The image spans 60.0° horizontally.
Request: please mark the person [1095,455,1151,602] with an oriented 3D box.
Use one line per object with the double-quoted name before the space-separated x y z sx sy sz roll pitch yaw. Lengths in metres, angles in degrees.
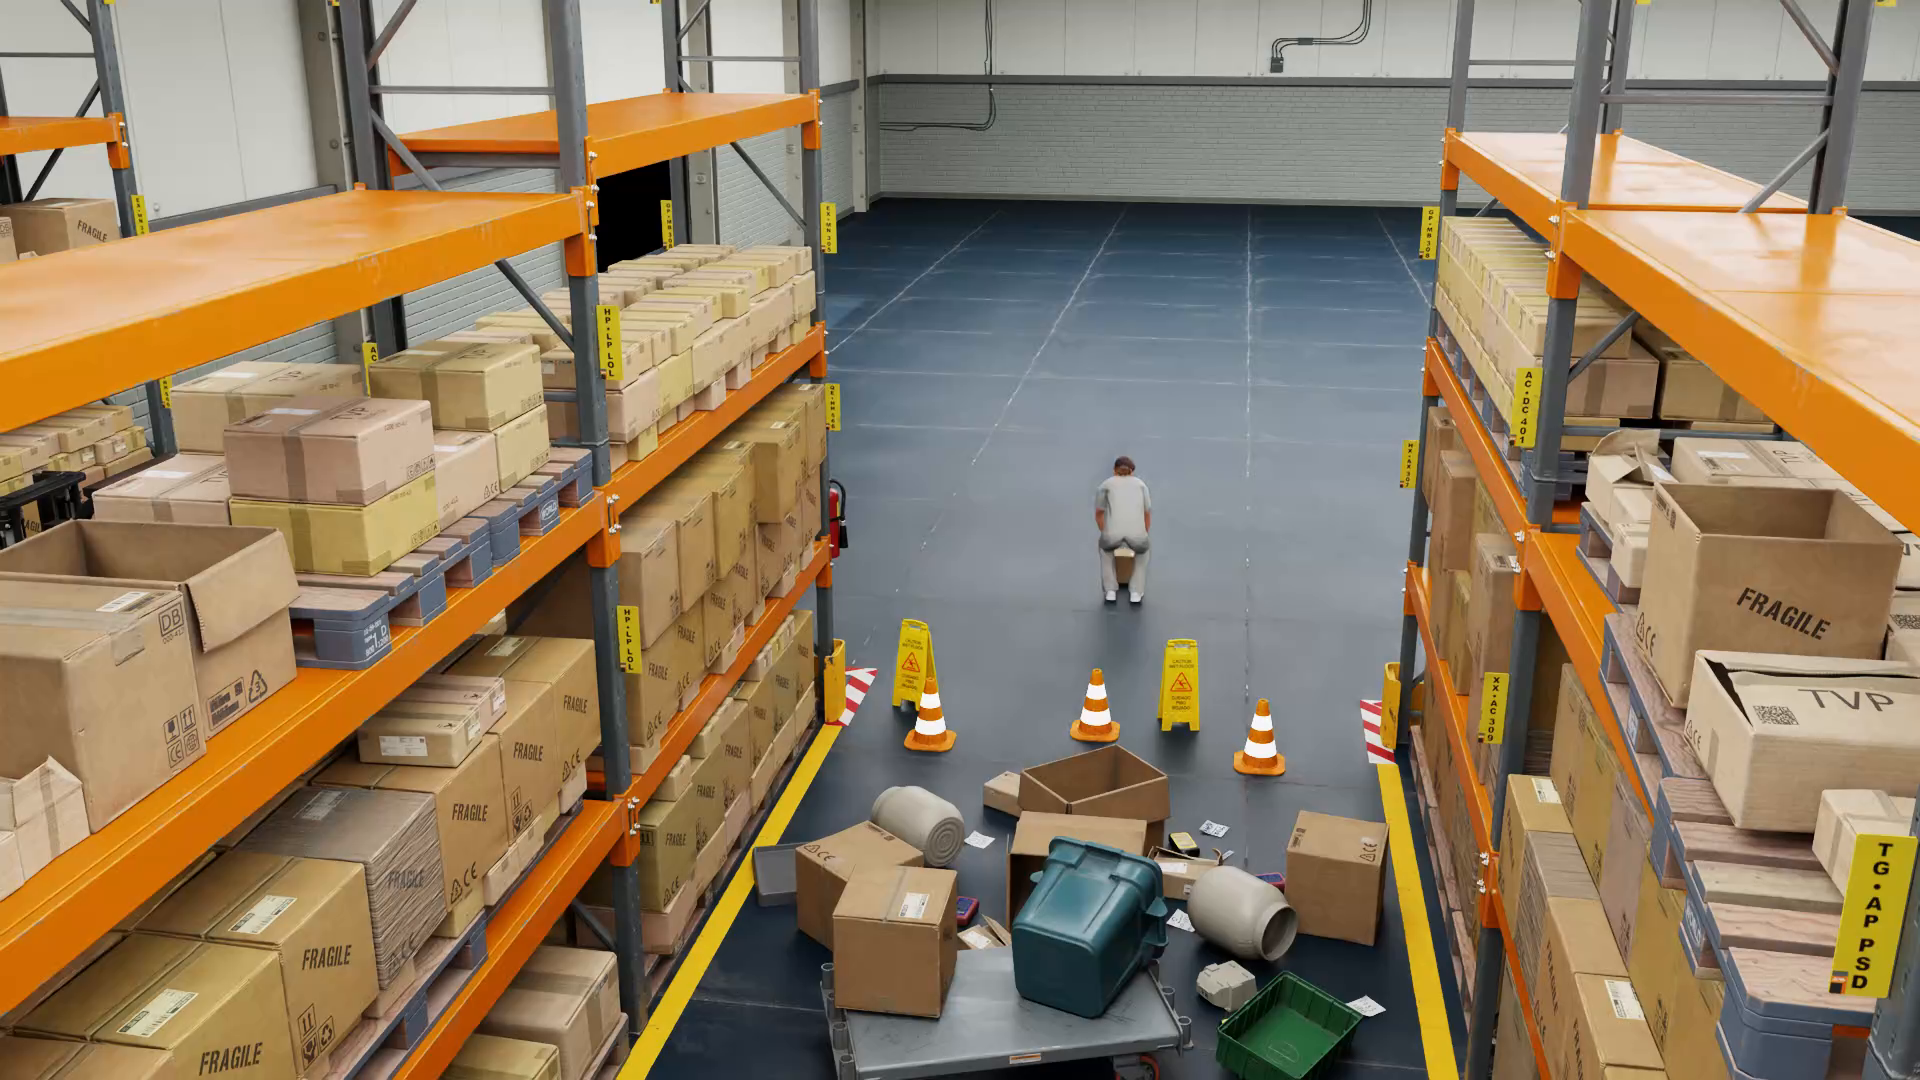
"person" 1.382 -0.089 14.174 0.494 1.159 0.740 3 18 9
